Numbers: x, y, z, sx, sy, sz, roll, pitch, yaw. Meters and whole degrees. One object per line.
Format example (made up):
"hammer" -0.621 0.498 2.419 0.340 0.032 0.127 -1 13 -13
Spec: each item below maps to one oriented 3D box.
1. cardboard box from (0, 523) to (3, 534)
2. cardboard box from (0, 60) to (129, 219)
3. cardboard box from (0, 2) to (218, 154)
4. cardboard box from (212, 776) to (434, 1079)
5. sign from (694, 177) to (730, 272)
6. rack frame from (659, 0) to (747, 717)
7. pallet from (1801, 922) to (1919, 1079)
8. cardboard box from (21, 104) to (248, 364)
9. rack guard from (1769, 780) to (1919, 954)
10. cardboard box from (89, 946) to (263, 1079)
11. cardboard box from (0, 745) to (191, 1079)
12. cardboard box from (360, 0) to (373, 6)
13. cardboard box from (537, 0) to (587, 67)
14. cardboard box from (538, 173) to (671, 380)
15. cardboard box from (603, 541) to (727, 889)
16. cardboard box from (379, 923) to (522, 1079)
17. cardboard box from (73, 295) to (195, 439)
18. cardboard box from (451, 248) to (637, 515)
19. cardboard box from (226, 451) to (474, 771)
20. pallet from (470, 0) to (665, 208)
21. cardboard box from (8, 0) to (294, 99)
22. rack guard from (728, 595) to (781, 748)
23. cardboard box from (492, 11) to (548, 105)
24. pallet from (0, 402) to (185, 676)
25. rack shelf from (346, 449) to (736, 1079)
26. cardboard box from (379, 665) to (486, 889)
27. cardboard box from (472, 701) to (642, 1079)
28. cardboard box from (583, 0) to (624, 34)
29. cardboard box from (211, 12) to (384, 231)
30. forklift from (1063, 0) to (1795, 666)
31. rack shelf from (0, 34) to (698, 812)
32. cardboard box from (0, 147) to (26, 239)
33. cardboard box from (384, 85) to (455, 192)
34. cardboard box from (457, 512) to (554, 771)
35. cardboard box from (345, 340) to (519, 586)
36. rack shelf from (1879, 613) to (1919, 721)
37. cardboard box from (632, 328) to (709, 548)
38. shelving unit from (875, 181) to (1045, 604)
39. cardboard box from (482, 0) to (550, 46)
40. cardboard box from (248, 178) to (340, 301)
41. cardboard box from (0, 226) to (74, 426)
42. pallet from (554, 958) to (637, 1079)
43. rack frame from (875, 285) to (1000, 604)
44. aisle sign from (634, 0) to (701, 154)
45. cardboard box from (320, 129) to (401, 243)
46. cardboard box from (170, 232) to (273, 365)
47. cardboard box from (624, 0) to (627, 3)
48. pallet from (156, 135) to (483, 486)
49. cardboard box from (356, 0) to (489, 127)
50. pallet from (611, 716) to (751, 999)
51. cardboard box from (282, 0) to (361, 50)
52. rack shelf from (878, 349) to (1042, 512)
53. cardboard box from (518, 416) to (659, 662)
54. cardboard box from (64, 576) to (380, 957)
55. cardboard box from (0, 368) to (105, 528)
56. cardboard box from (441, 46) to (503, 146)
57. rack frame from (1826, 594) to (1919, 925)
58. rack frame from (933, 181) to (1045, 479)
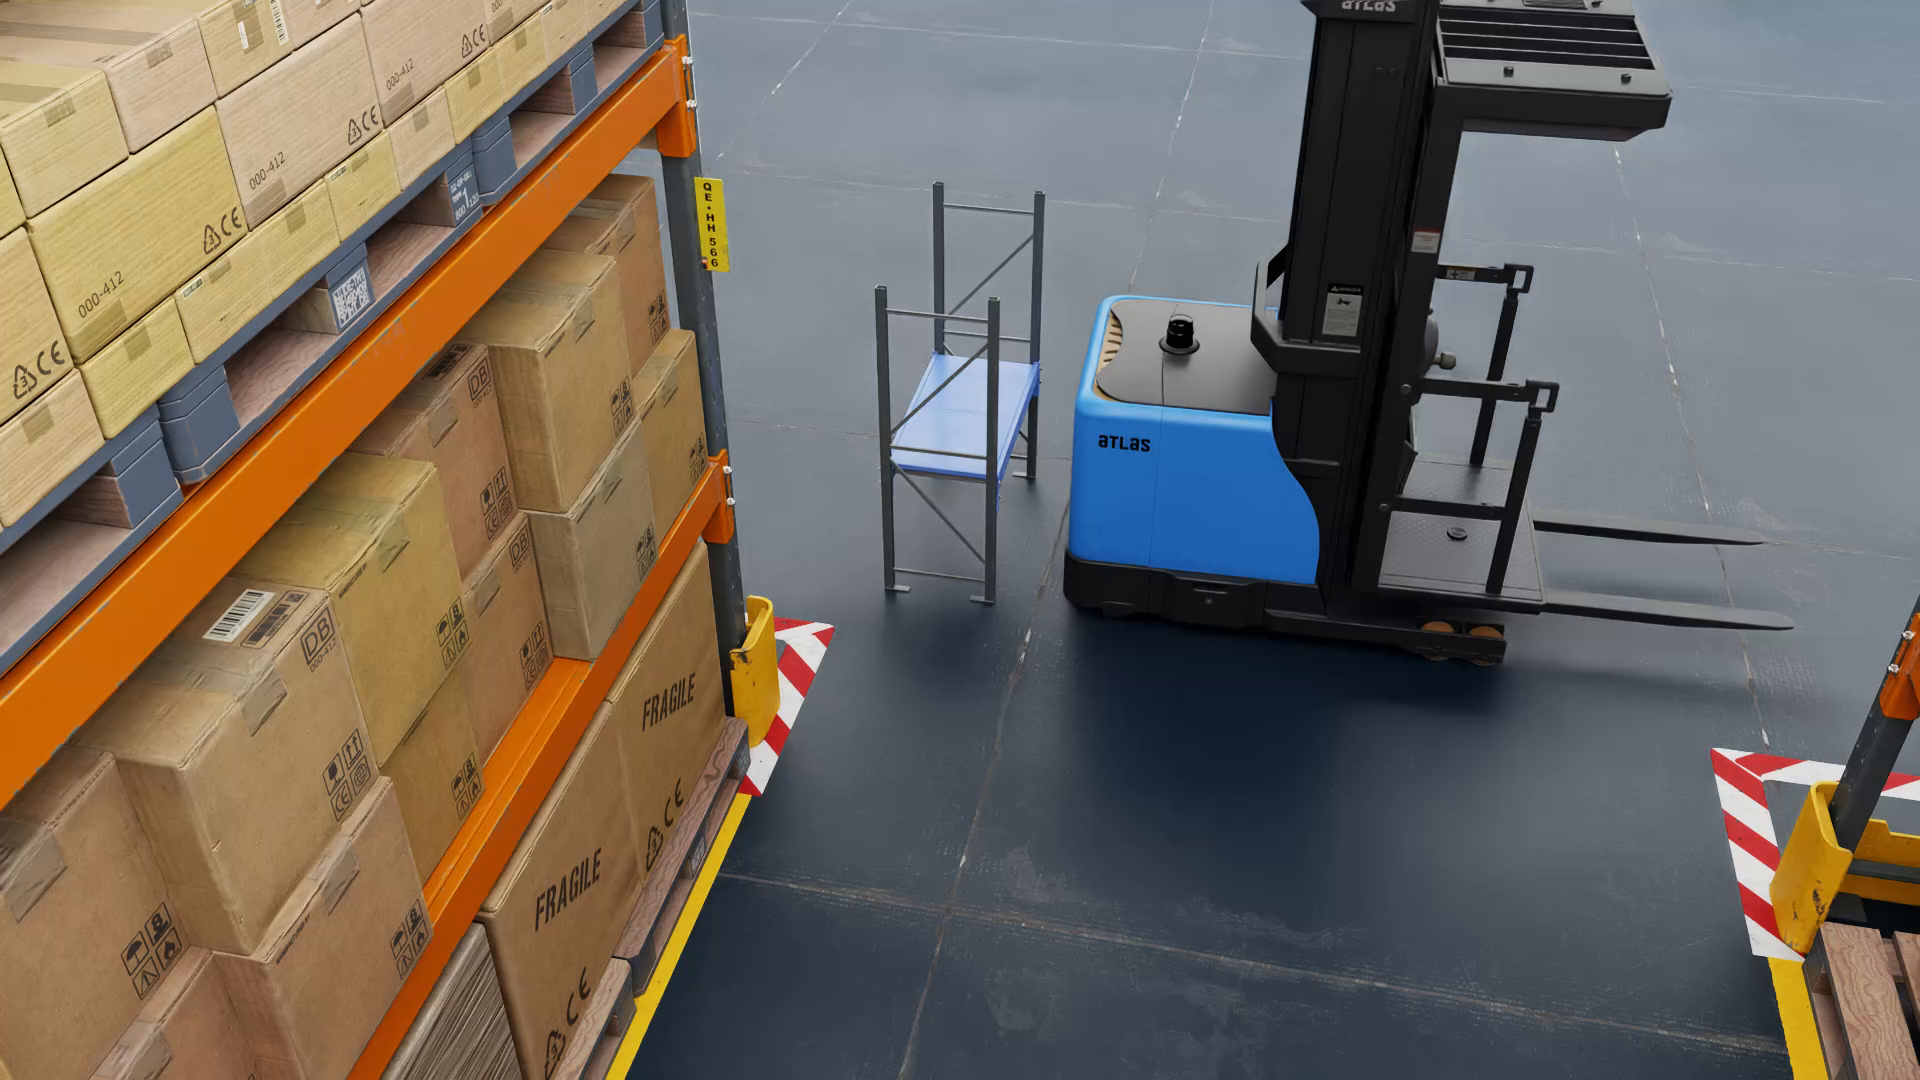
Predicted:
"cardboard box" -1.674 -0.024 2.443 0.380 0.149 0.250 7 37 10
"cardboard box" -1.566 -0.641 2.613 0.380 0.149 0.250 8 37 10
"cardboard box" -1.511 -0.786 2.813 0.380 0.149 0.250 7 37 10
"cardboard box" -1.799 0.870 3.866 0.875 0.550 0.550 7 37 10
"sign" -0.810 -1.025 5.420 0.100 0.325 0.005 7 37 10
"rack frame" -1.337 -0.537 5.934 1.000 3.000 0.127 7 37 10
"pallet" 3.262 1.777 5.118 1.003 0.211 1.213 7 37 10
"cardboard box" -1.600 -0.552 2.831 0.500 0.250 0.500 7 37 9
"rack guard" 3.470 1.199 5.670 1.175 0.500 0.348 7 37 10
"cardboard box" -2.029 1.165 3.459 0.875 0.550 0.550 7 37 10
"cardboard box" -2.075 0.721 3.151 0.875 0.550 0.550 7 37 10
"cardboard box" -1.350 -1.218 3.410 0.380 0.149 0.250 7 36 9
"cardboard box" -1.186 -1.335 4.251 0.380 0.149 0.250 8 37 11
"cardboard box" -1.454 -0.827 5.287 0.875 0.550 0.550 7 37 10
"cardboard box" -1.418 0.551 5.887 0.875 0.875 0.875 8 37 10
"cardboard box" -1.800 1.578 4.470 0.875 0.875 0.875 8 37 10
"cardboard box" -1.566 -0.317 2.846 0.380 0.149 0.250 7 36 9
"cardboard box" -1.482 -0.500 4.836 0.875 0.550 0.550 7 37 10
"cardboard box" -1.720 0.124 3.975 0.875 0.550 0.500 7 37 10
"pallet" -1.485 -1.289 4.492 1.003 0.211 1.213 7 37 10
"cardboard box" -1.457 -0.928 3.010 0.380 0.149 0.250 7 37 10
"rack guard" -1.332 0.462 6.687 1.175 0.500 0.348 7 37 10
"cardboard box" -1.241 -1.190 4.051 0.380 0.149 0.250 8 37 10
"pallet" -2.007 0.110 2.562 1.003 0.211 1.213 7 37 10
"rack shelf" -1.764 0.901 4.564 1.077 0.370 4.000 7 37 10
"cardboard box" -1.783 0.553 4.303 0.875 0.550 0.500 7 37 10
"cardboard box" -1.603 1.055 5.191 0.875 0.875 0.875 7 36 9
"cardboard box" -1.132 -1.483 4.455 0.380 0.149 0.250 8 37 10
"cardboard box" -1.493 -0.843 3.232 0.500 0.250 0.500 8 37 10
"forklift" 2.020 -0.995 6.626 3.031 2.935 1.130 6 36 8
"rack shelf" -1.764 -0.313 3.683 1.077 0.370 4.000 7 37 10
"cardboard box" -1.620 -0.493 2.409 0.380 0.149 0.250 7 36 9
"cardboard box" -1.349 -0.899 3.649 0.380 0.149 0.250 8 37 10
"cardboard box" -1.711 0.244 4.729 0.875 0.550 0.550 7 37 10
"cardboard box" -1.734 -0.196 4.416 0.875 0.550 0.550 7 37 10
"rack shelf" 3.060 1.581 3.626 1.077 0.370 4.000 7 37 10
"cardboard box" -1.372 -0.379 5.589 0.875 0.550 0.550 7 37 10
"shelving unit" 0.018 -0.656 7.377 0.538 1.500 1.048 7 37 10
"cardboard box" -1.276 -1.419 4.027 0.500 0.250 0.500 7 37 10
"cardboard box" -1.457 -0.605 3.244 0.380 0.149 0.250 8 37 11
"cardboard box" -1.707 -0.263 2.432 0.500 0.250 0.500 7 37 10
"pallet" -1.694 1.758 5.145 1.003 0.211 1.213 7 37 10
"rack frame" -0.090 -0.365 6.975 0.500 1.500 0.032 7 37 10
"aisle sign" -1.029 -1.592 5.176 0.394 0.787 0.004 7 37 10
"cardboard box" -1.403 -0.753 3.447 0.380 0.149 0.250 8 37 11
"cardboard box" -1.512 -0.463 3.048 0.380 0.149 0.250 7 37 10
"cardboard box" -1.077 -1.627 4.654 0.380 0.149 0.250 7 37 10
"pallet" -1.744 -0.587 3.524 1.003 0.211 1.213 7 37 10
"cardboard box" -1.385 -1.131 3.630 0.500 0.250 0.500 7 37 10
"pallet" -1.432 1.061 6.107 1.003 0.211 1.213 7 37 10
"cardboard box" -1.403 -1.073 3.210 0.380 0.149 0.250 8 37 10
"rack shelf" 0.018 -0.511 7.483 0.538 0.185 1.000 7 37 10
"cardboard box" -1.468 -0.061 5.150 0.875 0.550 0.550 7 37 10
"cardboard box" -1.826 0.429 3.554 0.875 0.550 0.550 7 37 10
"cardboard box" -1.620 -0.168 2.641 0.380 0.149 0.250 7 36 9
"cardboard box" -1.295 -1.043 3.848 0.380 0.149 0.250 7 36 9
"rack frame" 3.487 0.143 4.997 1.000 3.000 0.127 7 37 10
"rack frame" 0.127 -0.948 7.779 0.500 1.500 0.032 7 37 10
